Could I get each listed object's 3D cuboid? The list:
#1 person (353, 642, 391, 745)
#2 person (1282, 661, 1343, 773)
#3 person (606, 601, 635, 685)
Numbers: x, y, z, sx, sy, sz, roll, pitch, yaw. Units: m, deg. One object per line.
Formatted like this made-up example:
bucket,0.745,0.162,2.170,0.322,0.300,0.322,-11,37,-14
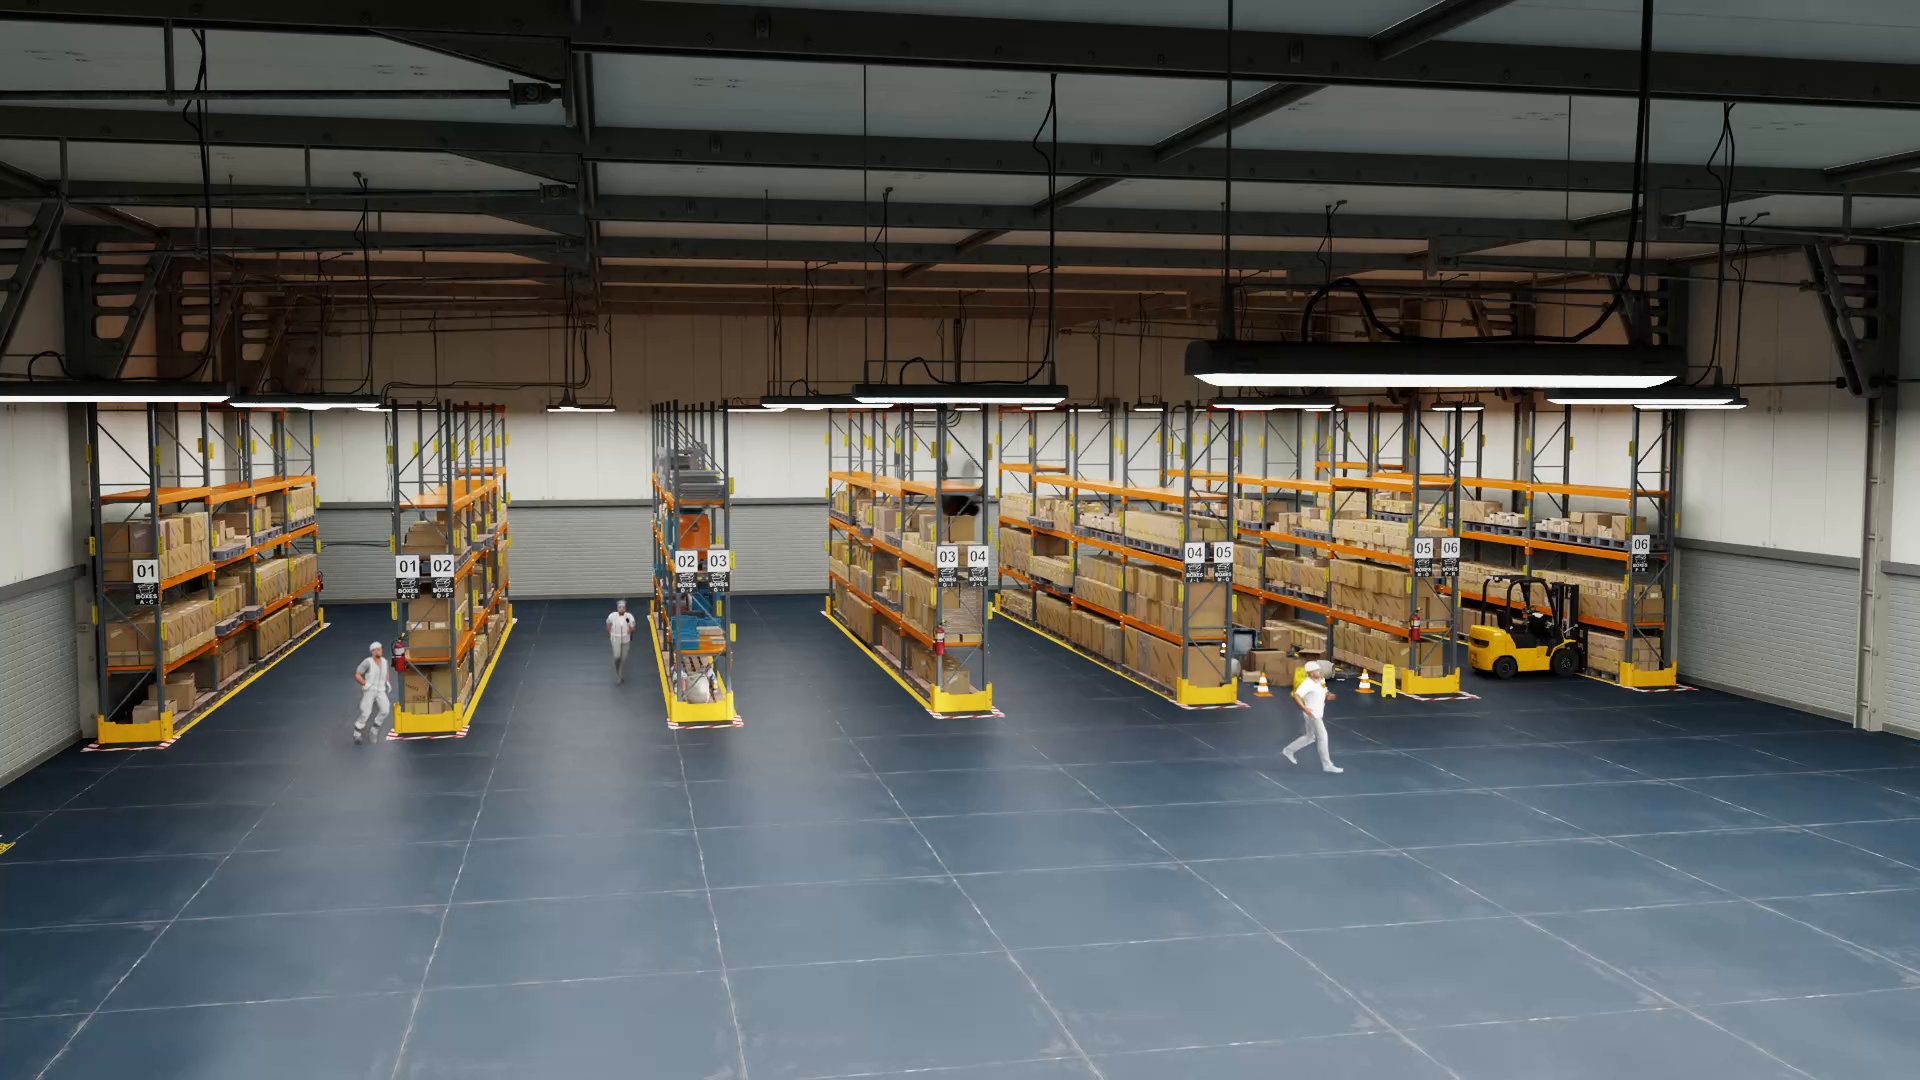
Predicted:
person,-10.207,2.664,29.034,0.649,1.765,0.718,4,6,41
person,5.648,2.812,26.617,0.990,1.747,0.706,1,5,18
person,-7.227,2.186,35.540,0.570,1.826,0.849,-2,5,-22
